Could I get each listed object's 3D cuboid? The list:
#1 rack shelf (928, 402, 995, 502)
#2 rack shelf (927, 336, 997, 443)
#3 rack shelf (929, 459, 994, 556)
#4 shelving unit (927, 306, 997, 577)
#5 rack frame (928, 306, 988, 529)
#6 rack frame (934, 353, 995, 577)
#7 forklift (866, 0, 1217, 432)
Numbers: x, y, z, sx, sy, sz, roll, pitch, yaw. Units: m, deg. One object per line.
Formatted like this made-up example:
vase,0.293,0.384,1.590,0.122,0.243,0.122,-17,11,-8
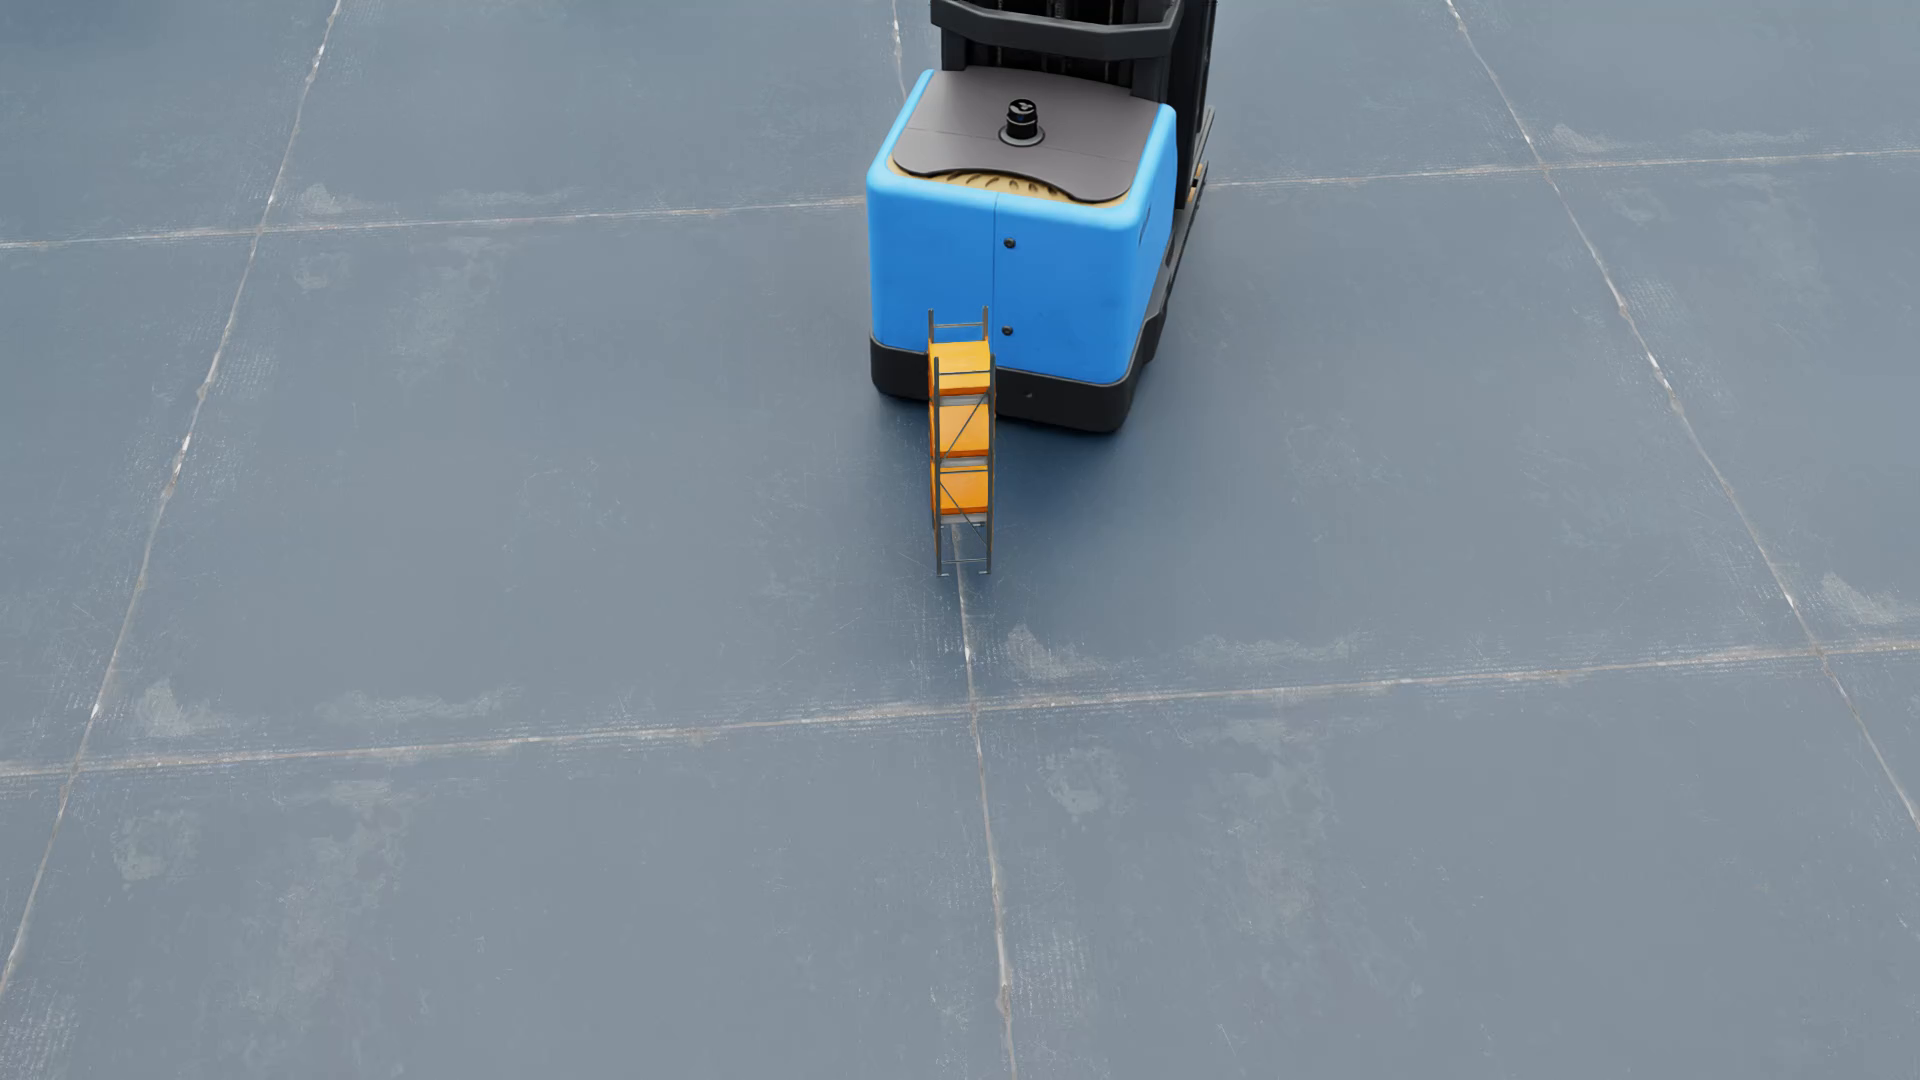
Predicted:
rack shelf,0.004,-0.315,5.840,0.215,0.259,0.240,-3,47,-3
rack shelf,0.004,-0.510,5.634,0.215,0.259,0.240,-3,47,-3
rack shelf,0.004,-0.124,6.042,0.215,0.259,0.240,-3,47,-3
shelving unit,0.004,-0.322,5.832,0.215,1.050,0.252,-3,47,-3
rack frame,-0.006,-0.411,5.916,0.200,1.050,0.008,-3,47,-3
rack frame,0.015,-0.234,5.749,0.200,1.050,0.008,-3,47,-3
forklift,0.525,-2.526,6.623,1.130,2.935,3.031,11,48,11
